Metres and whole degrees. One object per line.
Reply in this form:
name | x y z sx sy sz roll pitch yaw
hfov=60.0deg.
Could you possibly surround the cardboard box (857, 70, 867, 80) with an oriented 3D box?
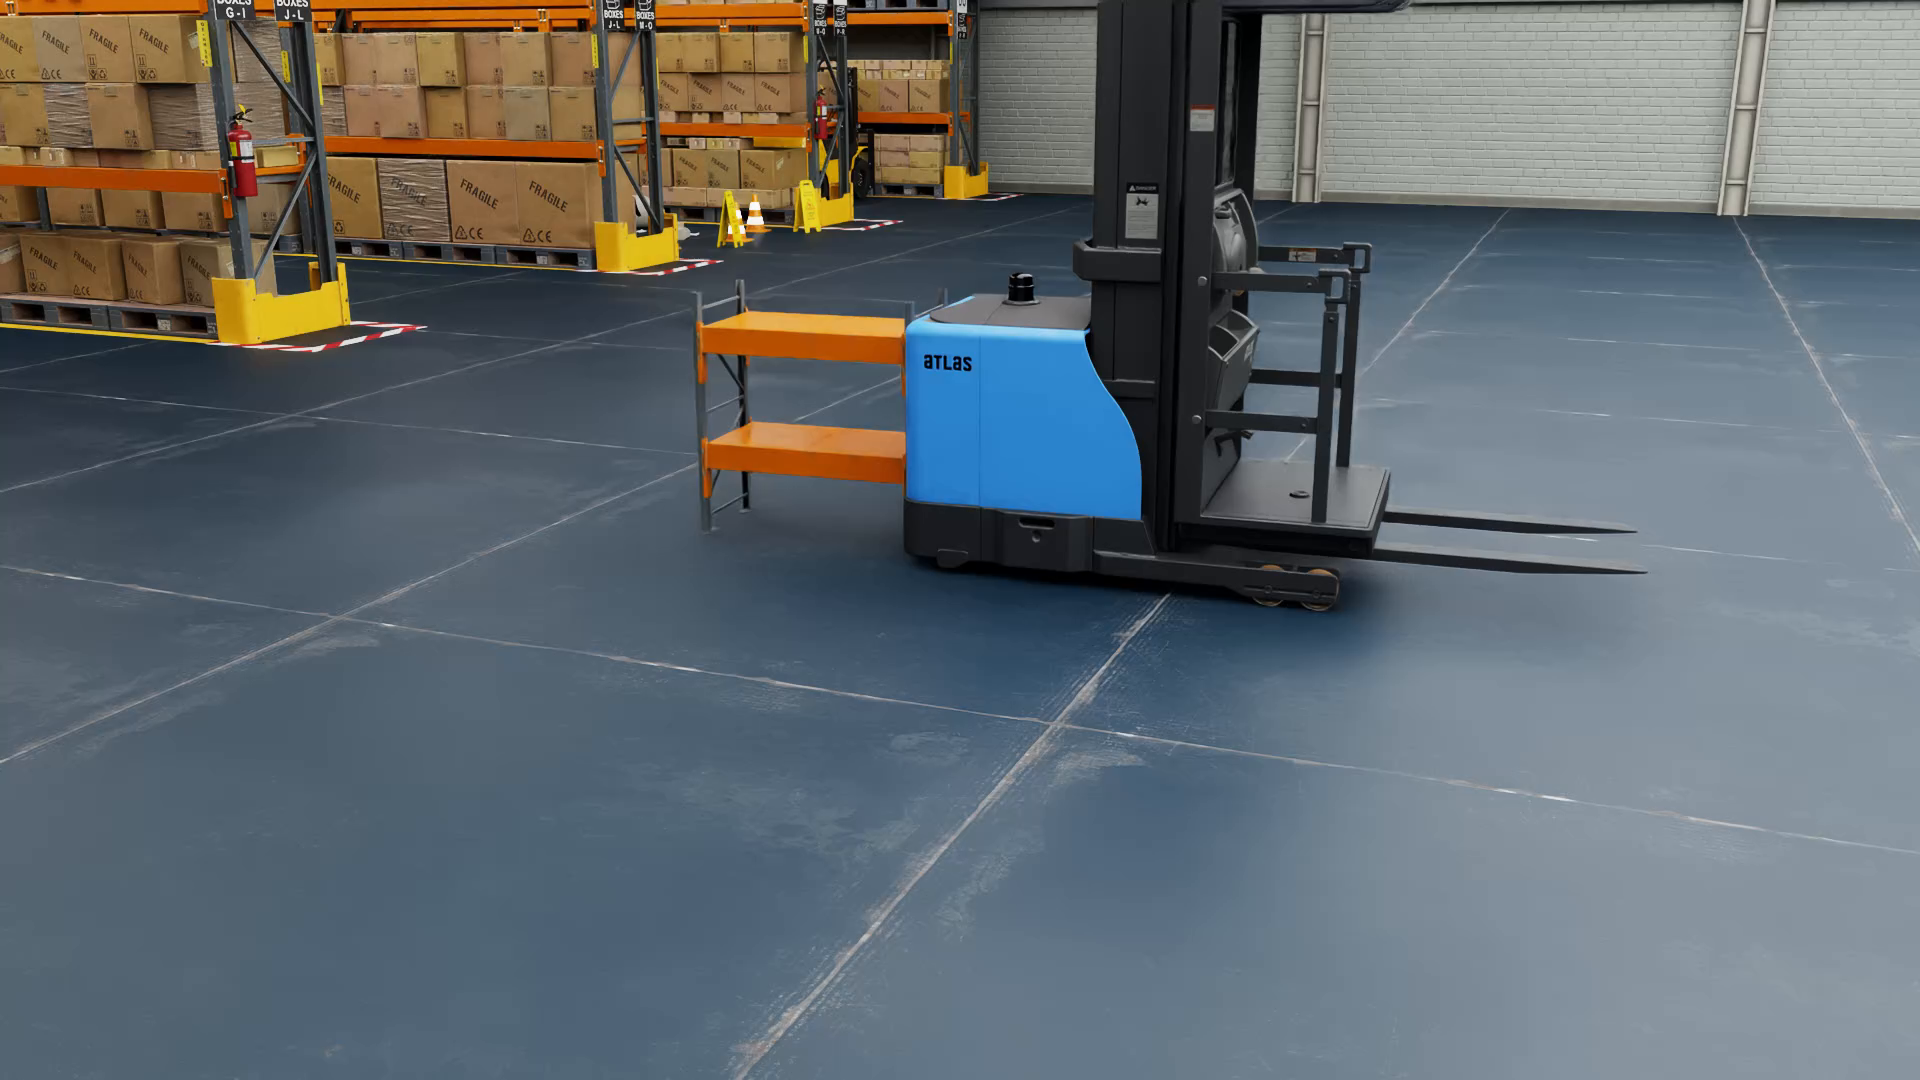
cardboard box | -1.548 -7.417 26.499 0.250 0.149 0.380 6 17 21

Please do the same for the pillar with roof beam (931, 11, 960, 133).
pillar with roof beam | -1.817 -9.039 22.670 0.400 9.000 9.100 6 17 21

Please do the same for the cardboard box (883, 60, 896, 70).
cardboard box | -1.030 -7.536 26.375 0.250 0.149 0.380 6 17 21

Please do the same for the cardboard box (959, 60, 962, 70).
cardboard box | -0.155 -7.562 26.465 0.250 0.149 0.380 6 17 20

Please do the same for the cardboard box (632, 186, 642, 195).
cardboard box | -4.509 -4.790 22.973 0.500 0.250 0.500 7 18 24

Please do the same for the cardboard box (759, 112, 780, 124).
cardboard box | -2.441 -5.541 21.832 0.250 0.149 0.380 6 17 20

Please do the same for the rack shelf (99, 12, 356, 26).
rack shelf | -11.041 -7.800 25.072 4.000 0.370 1.077 6 17 21

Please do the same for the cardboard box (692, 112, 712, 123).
cardboard box | -3.380 -5.657 22.230 0.250 0.149 0.380 6 17 20

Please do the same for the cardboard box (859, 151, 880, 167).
cardboard box | -1.439 -6.161 26.798 0.500 0.250 0.500 6 17 19

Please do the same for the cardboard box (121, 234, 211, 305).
cardboard box | -6.518 -2.234 13.717 0.500 0.500 0.500 12 20 35

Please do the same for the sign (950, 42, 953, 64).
sign | -0.133 -7.500 25.627 0.005 0.325 0.100 6 17 21

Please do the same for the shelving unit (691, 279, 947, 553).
shelving unit | -0.633 -0.590 7.687 1.048 1.125 0.538 5 17 17

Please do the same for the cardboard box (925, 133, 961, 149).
cardboard box | -0.298 -6.429 26.825 0.500 0.250 0.500 6 17 20

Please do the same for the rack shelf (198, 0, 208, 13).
rack shelf | -7.235 -4.411 13.399 4.000 0.370 1.077 6 17 21

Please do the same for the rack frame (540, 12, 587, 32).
rack frame | -5.459 -6.091 23.275 0.127 3.000 1.000 6 17 21

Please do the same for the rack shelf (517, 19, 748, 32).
rack shelf | -5.502 -8.679 28.098 4.000 0.370 1.077 6 17 21

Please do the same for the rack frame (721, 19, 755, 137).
rack frame | -3.642 -7.379 27.711 0.127 3.000 1.000 6 17 21

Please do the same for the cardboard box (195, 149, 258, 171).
cardboard box | -5.715 -2.967 12.963 0.250 0.149 0.380 6 17 21

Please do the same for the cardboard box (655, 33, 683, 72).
cardboard box | -3.687 -6.515 22.229 0.500 0.500 0.700 6 17 20

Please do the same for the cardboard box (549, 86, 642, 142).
cardboard box | -3.822 -4.486 17.477 0.550 0.550 0.875 6 17 21

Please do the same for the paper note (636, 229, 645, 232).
paper note | -4.083 -3.957 21.269 0.142 0.019 0.148 14 21 40

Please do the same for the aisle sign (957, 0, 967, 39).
aisle sign | 0.033 -8.135 25.653 0.004 0.787 0.394 6 17 21

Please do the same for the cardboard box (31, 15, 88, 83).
cardboard box | -6.908 -3.877 13.140 0.500 0.500 0.500 6 17 21

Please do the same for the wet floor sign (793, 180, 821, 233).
wet floor sign | -1.954 -4.254 21.171 0.232 0.644 0.267 14 21 40

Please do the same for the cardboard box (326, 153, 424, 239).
cardboard box | -6.622 -3.896 18.771 0.875 0.875 0.875 7 17 21

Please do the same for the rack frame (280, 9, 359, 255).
rack frame | -7.182 -4.797 18.817 0.127 3.000 1.000 6 17 21

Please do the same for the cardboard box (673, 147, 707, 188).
cardboard box | -3.533 -5.044 22.500 0.500 0.500 0.500 6 17 19

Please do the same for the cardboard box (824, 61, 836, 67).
cardboard box | -1.988 -7.640 26.733 0.250 0.149 0.380 6 17 21

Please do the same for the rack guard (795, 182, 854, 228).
rack guard | -1.809 -4.489 22.241 0.348 0.500 1.175 6 17 21

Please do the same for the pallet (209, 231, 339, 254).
pallet | -7.927 -3.517 19.411 1.213 0.211 1.003 6 17 21

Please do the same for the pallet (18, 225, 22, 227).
pallet | -12.760 -4.073 21.324 1.213 0.211 1.003 6 17 21

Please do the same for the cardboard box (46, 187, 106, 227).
cardboard box | -10.369 -4.242 20.187 0.750 0.750 1.050 6 17 20

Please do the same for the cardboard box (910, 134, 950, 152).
cardboard box | -0.463 -6.297 26.370 0.500 0.250 0.500 7 18 22

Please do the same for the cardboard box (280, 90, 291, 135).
cardboard box | -7.765 -4.829 18.749 0.500 0.500 0.500 6 17 20

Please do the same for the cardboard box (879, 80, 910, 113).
cardboard box | -0.954 -7.056 26.417 0.500 0.500 0.500 7 18 22

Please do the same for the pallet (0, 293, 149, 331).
pallet | -7.319 -1.998 14.177 1.213 0.211 1.003 6 17 21

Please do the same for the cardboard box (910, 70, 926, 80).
cardboard box | -0.595 -7.311 26.132 0.250 0.149 0.380 7 17 22

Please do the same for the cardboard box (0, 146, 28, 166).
cardboard box | -7.606 -3.150 13.596 0.250 0.149 0.380 6 17 21

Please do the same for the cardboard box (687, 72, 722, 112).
cardboard box | -3.273 -5.961 22.115 0.500 0.500 0.500 6 17 20

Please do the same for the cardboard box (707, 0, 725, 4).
cardboard box | -3.112 -7.075 21.735 0.250 0.149 0.380 6 17 20

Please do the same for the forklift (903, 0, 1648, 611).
forklift | 1.330 -1.288 6.853 3.031 2.935 1.130 5 17 17

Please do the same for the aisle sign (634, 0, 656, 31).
aisle sign | -3.285 -5.707 17.289 0.004 0.787 0.394 6 17 21

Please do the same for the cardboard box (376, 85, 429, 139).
cardboard box | -5.855 -4.698 18.208 0.550 0.550 0.875 6 17 21

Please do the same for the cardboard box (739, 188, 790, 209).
cardboard box | -2.611 -4.579 22.243 0.500 0.250 0.500 6 17 20

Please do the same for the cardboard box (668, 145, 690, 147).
cardboard box | -3.862 -5.238 23.170 0.500 0.500 0.500 7 18 24

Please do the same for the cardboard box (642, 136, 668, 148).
cardboard box | -4.185 -5.406 22.587 0.250 0.149 0.380 7 18 24

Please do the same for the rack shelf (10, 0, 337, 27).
rack shelf | -9.042 -6.097 19.204 4.000 0.370 1.077 6 17 21

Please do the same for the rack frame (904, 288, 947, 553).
rack frame | -0.149 -0.546 7.537 0.032 1.125 0.500 5 17 17

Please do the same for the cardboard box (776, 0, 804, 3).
cardboard box | -2.173 -6.966 21.358 0.250 0.149 0.380 6 17 21

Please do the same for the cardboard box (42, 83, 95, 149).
cardboard box | -6.835 -3.448 13.459 0.500 0.500 0.875 6 17 21

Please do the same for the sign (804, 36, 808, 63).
sign | -1.961 -6.248 21.171 0.005 0.325 0.100 6 17 21

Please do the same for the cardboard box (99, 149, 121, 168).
cardboard box | -6.643 -3.071 13.321 0.250 0.149 0.380 6 17 21

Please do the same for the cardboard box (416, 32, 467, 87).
cardboard box | -5.349 -5.172 17.902 0.500 0.550 0.875 6 17 21

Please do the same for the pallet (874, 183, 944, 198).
pallet | -0.647 -5.698 26.922 1.213 0.211 1.003 6 17 21

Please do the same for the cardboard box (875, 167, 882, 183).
cardboard box | -1.395 -5.924 26.878 0.500 0.250 0.500 6 17 21

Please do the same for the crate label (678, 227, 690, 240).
crate label | -3.457 -3.758 20.374 0.298 0.136 0.250 -2 16 -8
